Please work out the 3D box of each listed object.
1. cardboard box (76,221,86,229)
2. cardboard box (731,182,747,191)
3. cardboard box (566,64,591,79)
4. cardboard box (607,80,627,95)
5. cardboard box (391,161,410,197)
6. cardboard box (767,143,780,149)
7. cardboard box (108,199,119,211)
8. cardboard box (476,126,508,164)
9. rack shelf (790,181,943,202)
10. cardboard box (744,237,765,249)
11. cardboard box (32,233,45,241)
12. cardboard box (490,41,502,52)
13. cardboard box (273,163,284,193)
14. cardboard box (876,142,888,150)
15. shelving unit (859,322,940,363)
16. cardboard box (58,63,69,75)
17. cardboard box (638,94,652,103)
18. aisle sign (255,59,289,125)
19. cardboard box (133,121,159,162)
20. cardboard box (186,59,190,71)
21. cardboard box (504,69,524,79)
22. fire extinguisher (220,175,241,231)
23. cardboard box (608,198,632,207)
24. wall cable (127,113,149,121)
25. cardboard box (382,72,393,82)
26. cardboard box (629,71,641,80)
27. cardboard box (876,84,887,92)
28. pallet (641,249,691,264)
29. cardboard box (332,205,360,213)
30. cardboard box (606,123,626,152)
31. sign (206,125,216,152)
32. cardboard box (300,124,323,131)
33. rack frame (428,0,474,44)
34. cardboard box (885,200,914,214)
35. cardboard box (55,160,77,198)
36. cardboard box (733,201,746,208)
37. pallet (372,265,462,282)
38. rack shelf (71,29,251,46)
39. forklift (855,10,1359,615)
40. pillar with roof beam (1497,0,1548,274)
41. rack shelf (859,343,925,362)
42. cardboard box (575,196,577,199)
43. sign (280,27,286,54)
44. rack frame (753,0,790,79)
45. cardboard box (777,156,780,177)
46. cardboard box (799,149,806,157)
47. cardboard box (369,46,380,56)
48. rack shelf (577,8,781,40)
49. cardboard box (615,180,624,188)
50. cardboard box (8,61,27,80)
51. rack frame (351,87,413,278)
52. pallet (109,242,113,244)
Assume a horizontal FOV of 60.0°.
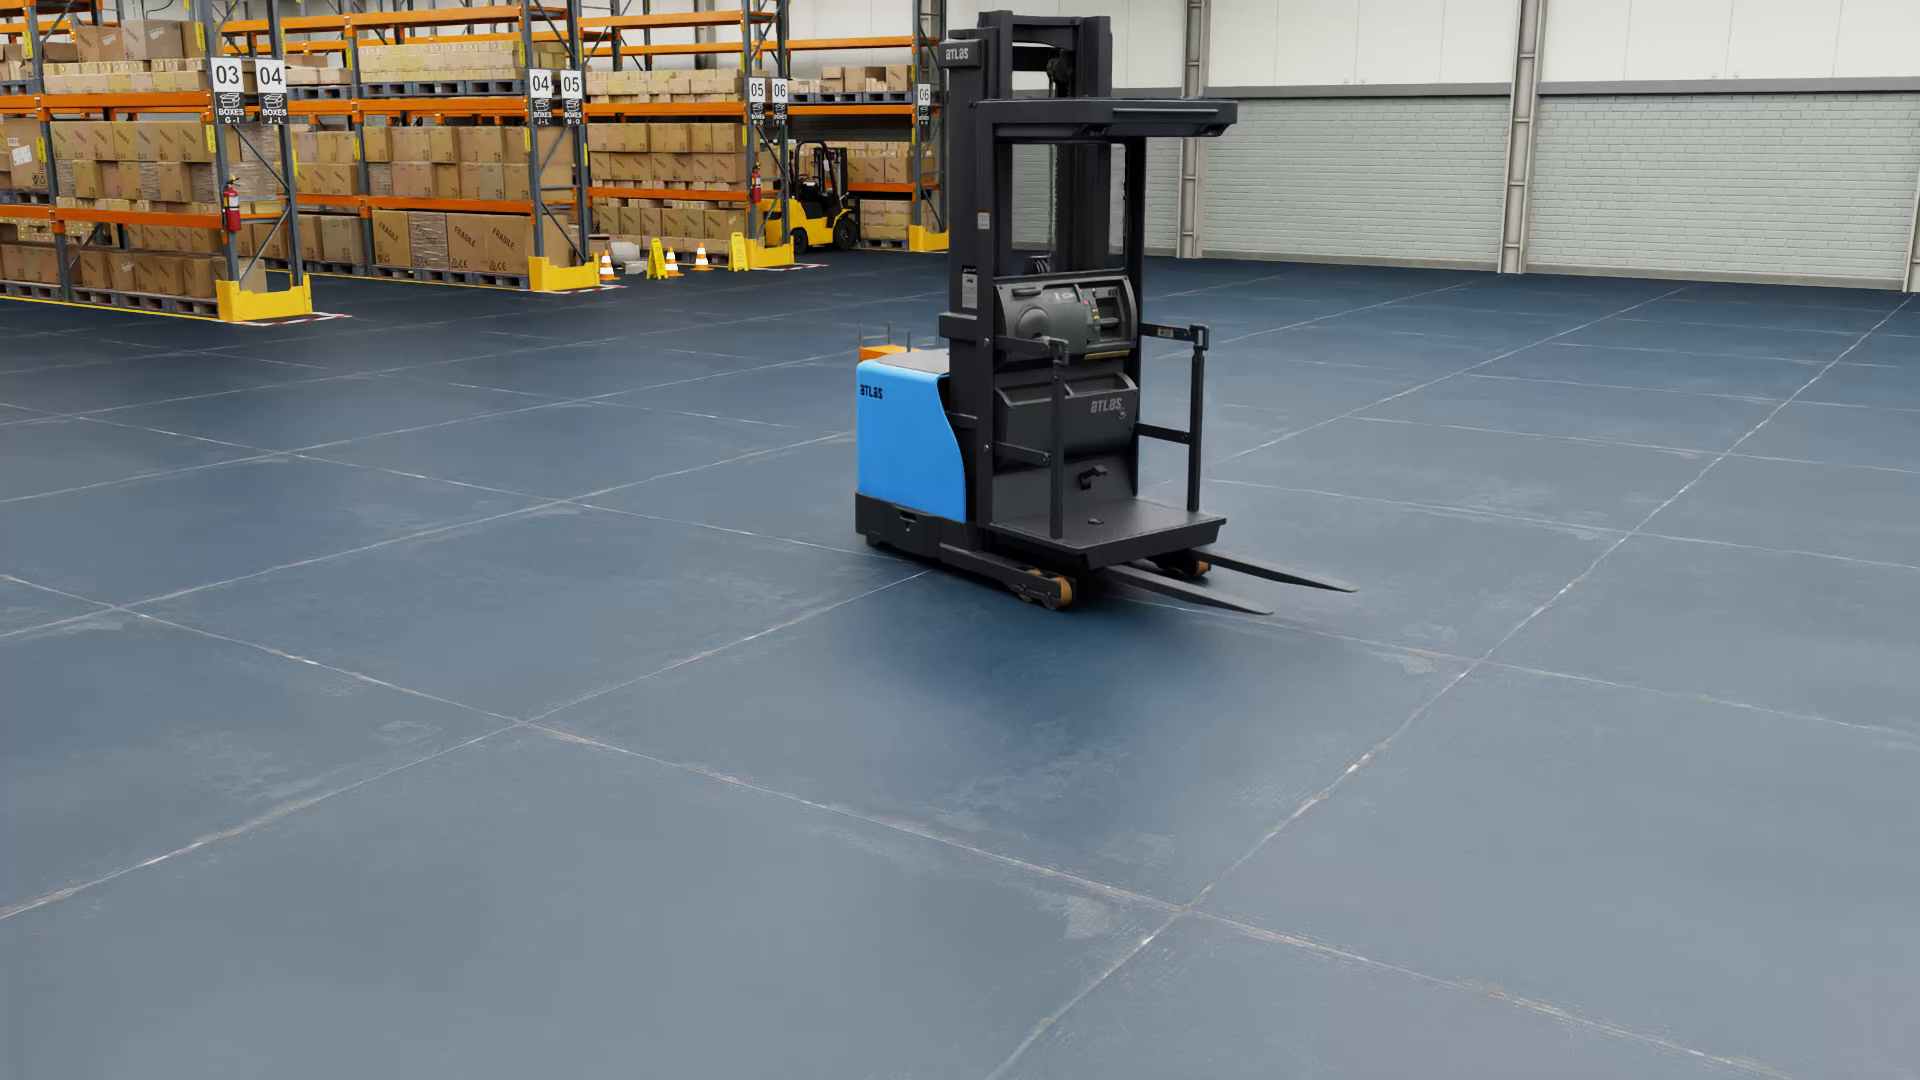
[{"bbox_3d":[-16.668,-6.046,31.824,0.250,0.149,0.380,9,17,33],"label":"cardboard box"},{"bbox_3d":[-3.787,-6.192,29.115,0.250,0.149,0.380,10,17,35],"label":"cardboard box"},{"bbox_3d":[-7.228,-8.724,30.980,0.500,0.250,0.500,10,17,34],"label":"cardboard box"},{"bbox_3d":[-6.031,-8.189,30.113,0.500,0.250,0.500,9,17,32],"label":"cardboard box"},{"bbox_3d":[-8.573,-5.798,26.692,0.550,0.550,0.875,9,17,33],"label":"cardboard box"},{"bbox_3d":[-3.810,-8.238,34.684,0.250,0.149,0.380,10,17,34],"label":"cardboard box"},{"bbox_3d":[-11.145,-4.493,22.254,0.250,0.149,0.380,9,17,33],"label":"cardboard box"},{"bbox_3d":[-6.830,-6.015,25.321,0.550,0.550,0.875,9,17,33],"label":"cardboard box"},{"bbox_3d":[-2.249,-7.215,34.225,4.000,0.370,1.077,9,17,33],"label":"rack shelf"},{"bbox_3d":[-3.872,-5.338,29.994,0.500,0.250,0.500,9,17,32],"label":"cardboard box"},{"bbox_3d":[-18.009,-5.964,32.733,0.250,0.149,0.380,8,16,30],"label":"cardboard box"},{"bbox_3d":[-6.711,-7.290,24.570,0.250,0.149,0.380,9,17,33],"label":"cardboard box"},{"bbox_3d":[-11.198,-6.110,28.056,0.500,0.500,0.500,9,17,32],"label":"cardboard box"},{"bbox_3d":[-1.459,-7.867,33.182,0.250,0.149,0.380,10,17,34],"label":"cardboard box"},{"bbox_3d":[-0.368,-0.705,10.173,0.258,1.200,0.503,-11,18,-38],"label":"shelving unit"},{"bbox_3d":[-11.850,-6.316,22.336,0.250,0.149,0.380,8,16,30],"label":"cardboard box"},{"bbox_3d":[-5.533,-7.895,29.756,0.250,0.149,0.380,9,16,32],"label":"cardboard box"},{"bbox_3d":[-8.669,-5.643,20.968,0.004,0.787,0.394,9,17,33],"label":"aisle sign"},{"bbox_3d":[-10.314,-5.166,21.543,0.500,0.500,0.500,9,17,33],"label":"cardboard box"},{"bbox_3d":[-9.443,-5.940,20.817,0.250,0.149,0.380,9,16,31],"label":"cardboard box"},{"bbox_3d":[-6.501,-6.869,24.527,0.250,0.149,0.380,9,17,33],"label":"cardboard box"},{"bbox_3d":[-9.050,-4.185,20.649,0.183,0.674,0.296,9,17,33],"label":"fire extinguisher"},{"bbox_3d":[-6.267,-6.229,30.680,0.250,0.149,0.380,9,17,34],"label":"cardboard box"},{"bbox_3d":[-20.543,-9.981,41.785,0.122,1.984,0.588,9,17,33],"label":"wall cable"},{"bbox_3d":[-8.820,-7.244,26.041,0.250,0.149,0.380,9,17,33],"label":"cardboard box"},{"bbox_3d":[-5.714,-8.326,29.837,0.250,0.149,0.380,9,16,31],"label":"cardboard box"},{"bbox_3d":[-1.447,-8.933,32.866,0.250,0.149,0.380,9,16,31],"label":"cardboard box"},{"bbox_3d":[-5.082,-5.242,30.561,1.213,0.211,1.003,9,17,33],"label":"pallet"},{"bbox_3d":[-12.755,-7.021,35.489,0.875,0.875,0.875,10,17,35],"label":"cardboard box"},{"bbox_3d":[-6.020,-7.346,30.346,0.500,0.500,0.700,9,17,33],"label":"cardboard box"},{"bbox_3d":[-9.214,-4.937,20.459,0.005,0.325,0.100,9,17,33],"label":"sign"},{"bbox_3d":[-13.747,-8.742,35.256,0.250,0.149,0.380,9,16,32],"label":"cardboard box"},{"bbox_3d":[-9.995,-10.291,32.668,0.127,3.000,1.000,9,17,33],"label":"rack frame"},{"bbox_3d":[-1.146,-6.650,33.213,0.500,0.250,0.500,10,17,35],"label":"cardboard box"},{"bbox_3d":[-11.868,-4.987,22.898,0.500,0.500,0.875,9,17,33],"label":"cardboard box"},{"bbox_3d":[-4.348,-6.951,35.730,0.625,0.625,0.875,10,17,35],"label":"cardboard box"},{"bbox_3d":[-8.767,-4.371,27.040,1.213,0.211,1.003,9,17,33],"label":"pallet"},{"bbox_3d":[-14.333,-9.015,29.844,4.000,0.370,1.077,9,17,33],"label":"rack shelf"},{"bbox_3d":[0.702,-1.205,8.590,1.130,2.935,3.031,-11,18,-37],"label":"forklift"},{"bbox_3d":[6.890,-8.014,23.469,0.400,9.000,9.100,9,17,33],"label":"pillar with roof beam"},{"bbox_3d":[-0.368,-1.086,10.079,0.258,0.148,0.480,-11,18,-38],"label":"rack shelf"},{"bbox_3d":[-8.618,-7.842,38.240,0.250,0.149,0.380,9,16,32],"label":"cardboard box"},{"bbox_3d":[-8.585,-6.319,21.044,0.005,0.325,0.100,9,17,33],"label":"sign"},{"bbox_3d":[-3.909,-10.745,34.501,0.127,3.000,1.000,9,17,33],"label":"rack frame"},{"bbox_3d":[-3.686,-7.770,34.759,0.500,0.500,0.500,9,16,31],"label":"cardboard box"},{"bbox_3d":[-3.180,-7.989,34.296,0.250,0.149,0.380,10,17,34],"label":"cardboard box"},{"bbox_3d":[-9.030,-7.665,26.083,0.250,0.149,0.380,9,17,32],"label":"cardboard box"},{"bbox_3d":[-5.016,-9.135,29.504,4.000,0.370,1.077,9,17,33],"label":"rack shelf"},{"bbox_3d":[-6.118,-6.561,30.608,0.250,0.149,0.380,9,17,33],"label":"cardboard box"},{"bbox_3d":[-13.043,-6.567,23.274,0.258,0.266,0.396,10,17,35],"label":"cardboard box"},{"bbox_3d":[-9.355,-5.842,27.180,0.127,3.000,1.000,9,17,33],"label":"rack frame"},{"bbox_3d":[-16.570,-5.644,32.184,1.213,0.211,1.003,9,17,33],"label":"pallet"}]
